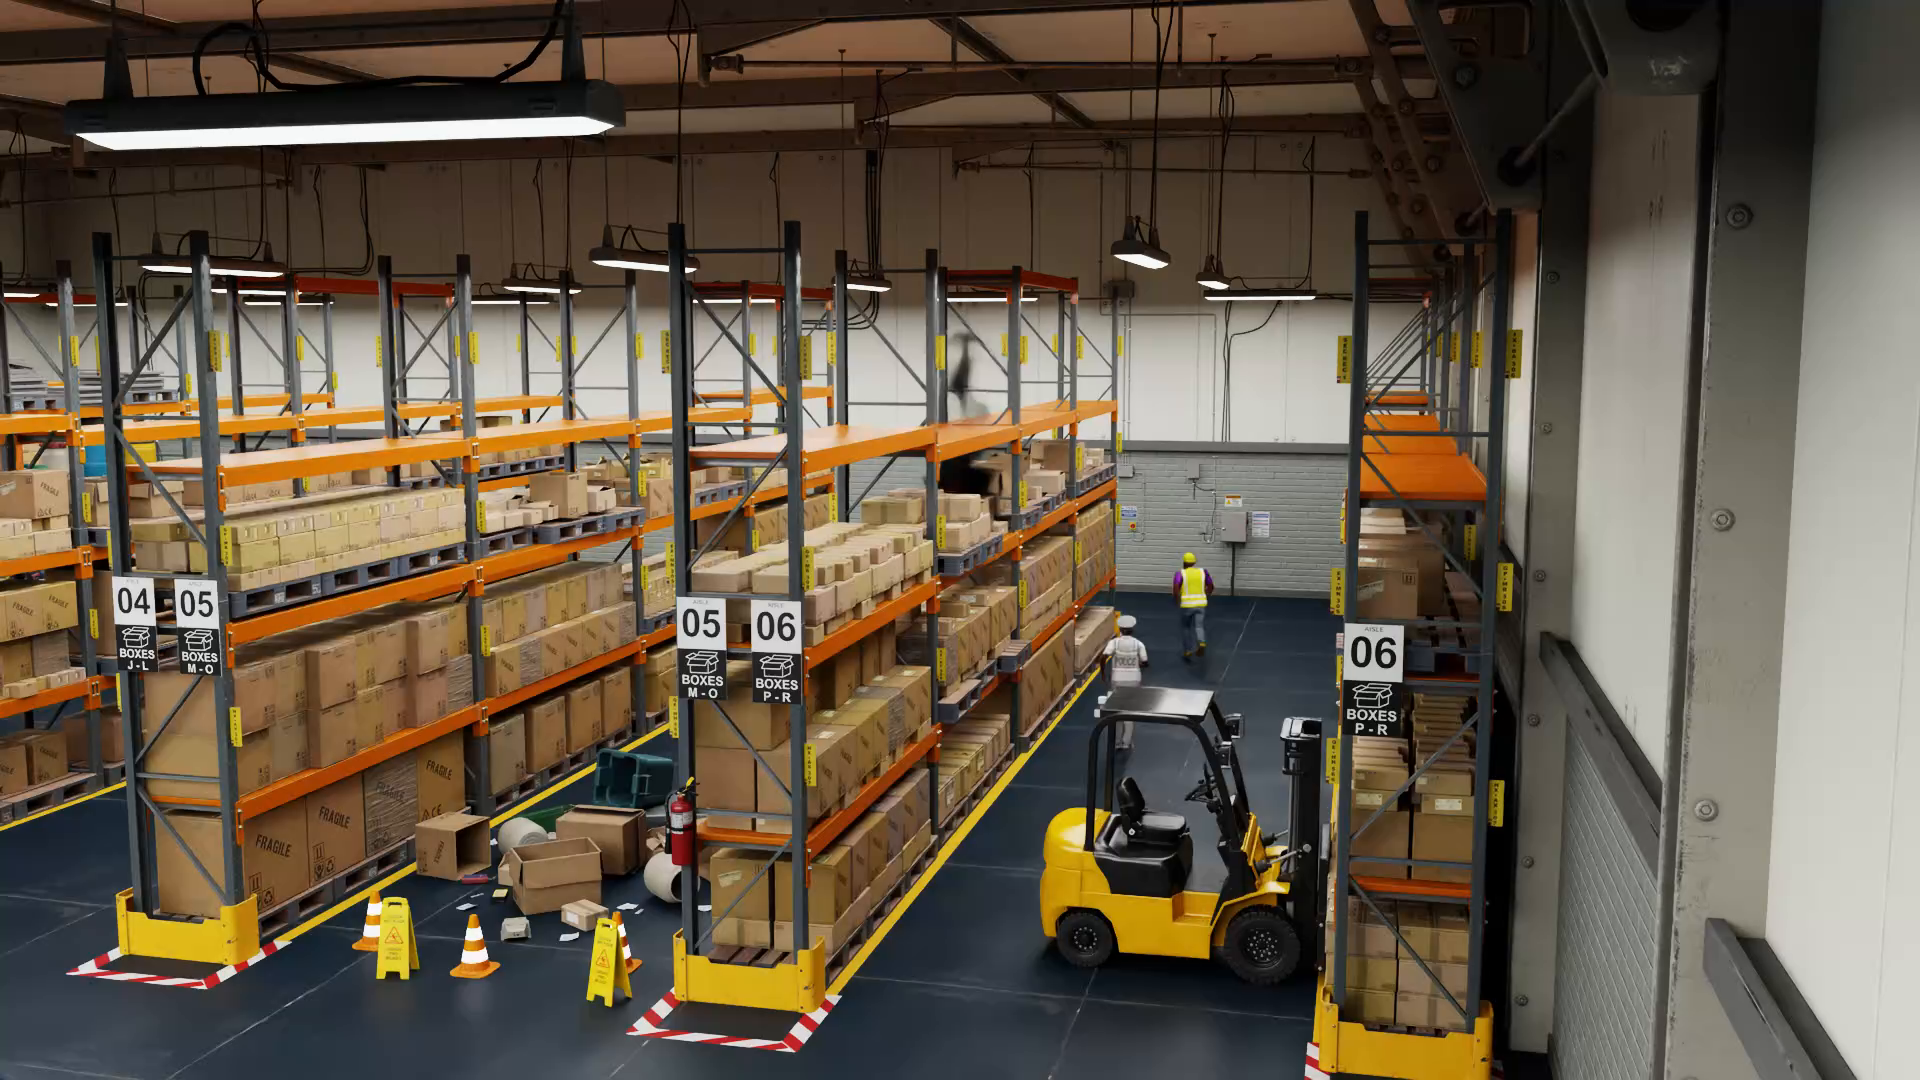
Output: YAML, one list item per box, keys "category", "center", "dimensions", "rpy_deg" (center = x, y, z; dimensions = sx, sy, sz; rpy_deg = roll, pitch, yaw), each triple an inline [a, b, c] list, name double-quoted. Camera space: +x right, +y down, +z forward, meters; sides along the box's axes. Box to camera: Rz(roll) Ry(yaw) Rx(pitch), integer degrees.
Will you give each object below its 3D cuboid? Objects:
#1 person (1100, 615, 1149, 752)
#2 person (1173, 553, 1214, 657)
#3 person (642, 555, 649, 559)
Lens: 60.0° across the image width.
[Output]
- category: "person"
  center: [2.044, 1.827, 20.672]
  dimensions: [0.589, 1.771, 0.758]
  rpy_deg: [2, 7, 13]
- category: "person"
  center: [3.708, 1.096, 26.420]
  dimensions: [0.700, 1.753, 1.097]
  rpy_deg: [-1, 7, -6]
- category: "person"
  center: [-4.968, 1.089, 26.649]
  dimensions: [0.587, 1.749, 0.779]
  rpy_deg: [2, 7, 15]
